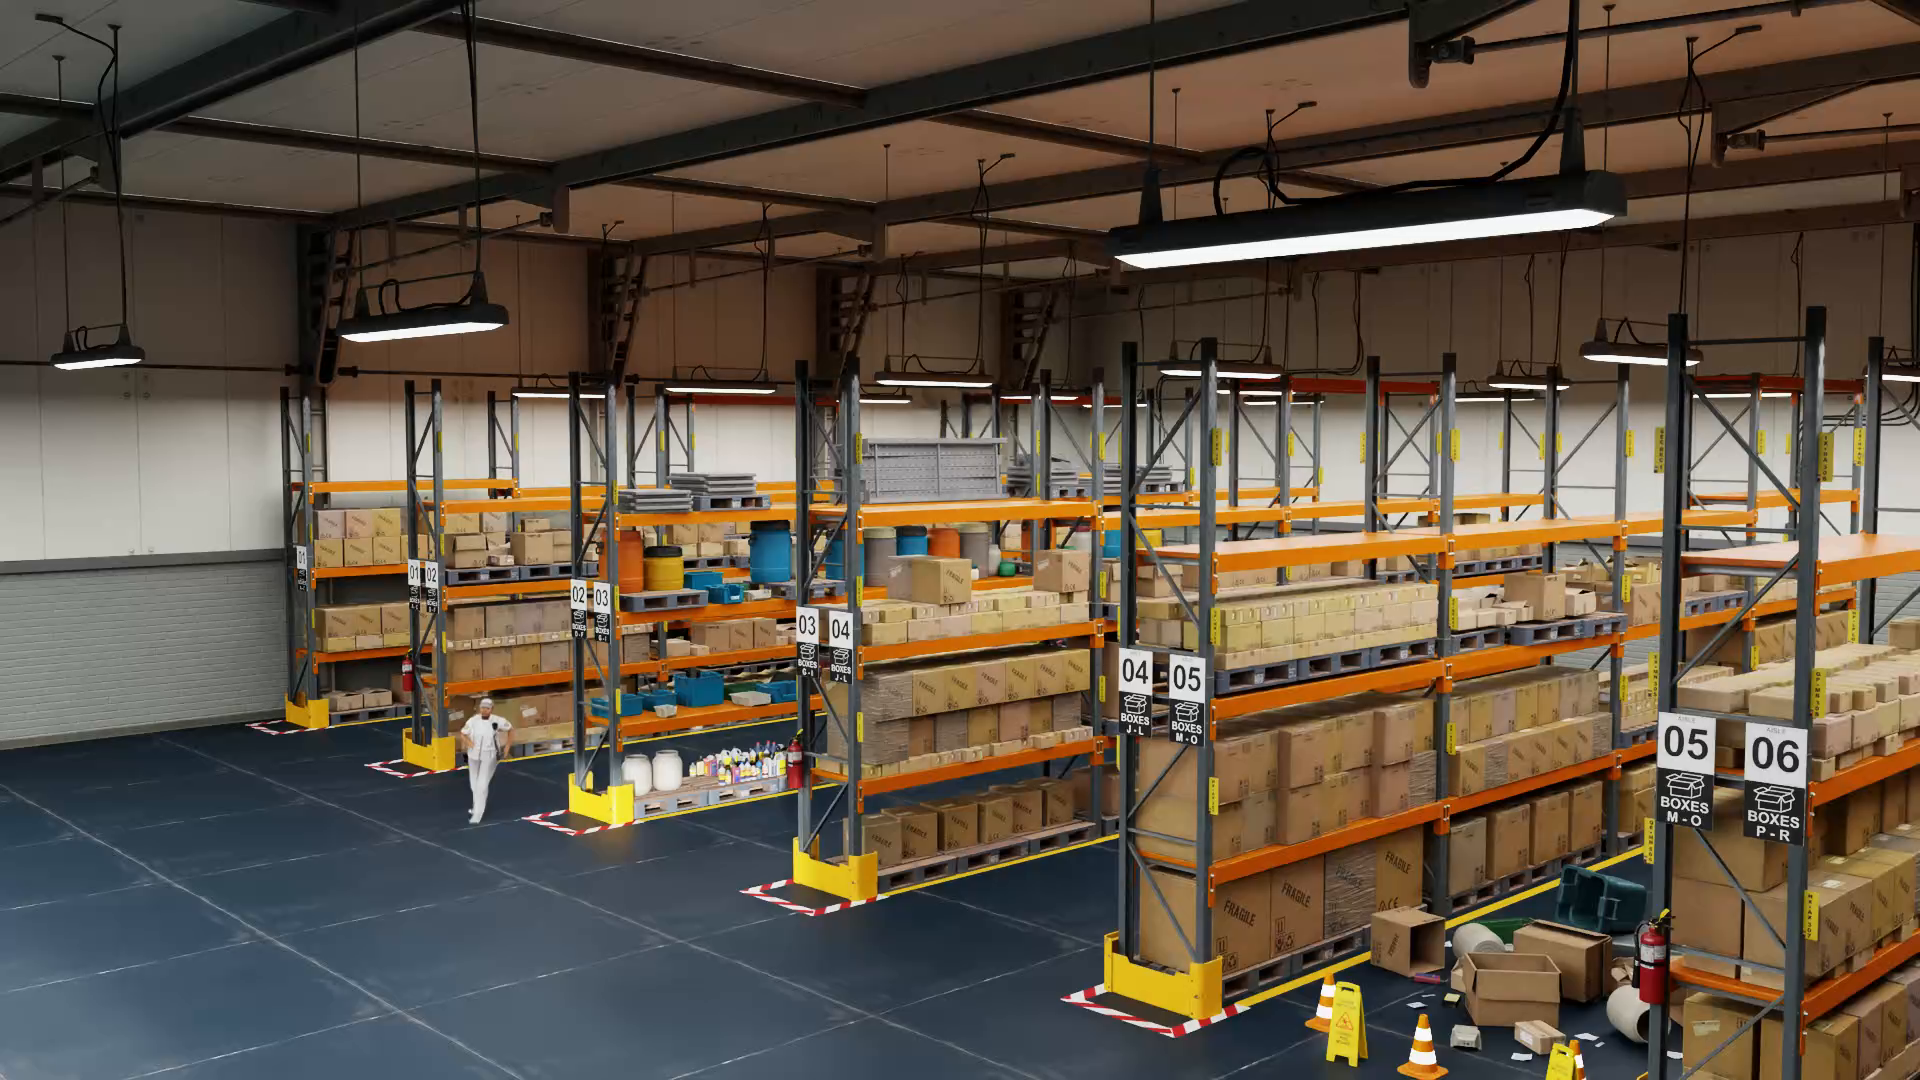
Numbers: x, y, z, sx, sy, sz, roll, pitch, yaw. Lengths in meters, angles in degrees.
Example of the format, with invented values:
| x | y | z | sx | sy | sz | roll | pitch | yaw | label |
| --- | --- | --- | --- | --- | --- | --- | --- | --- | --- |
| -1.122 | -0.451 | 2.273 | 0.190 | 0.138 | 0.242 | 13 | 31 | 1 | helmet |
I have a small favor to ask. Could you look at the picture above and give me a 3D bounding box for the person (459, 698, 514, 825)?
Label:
| x | y | z | sx | sy | sz | roll | pitch | yaw | label |
| --- | --- | --- | --- | --- | --- | --- | --- | --- | --- |
| -6.333 | 2.941 | 22.223 | 0.661 | 1.692 | 0.717 | 0 | 4 | 2 | person |
